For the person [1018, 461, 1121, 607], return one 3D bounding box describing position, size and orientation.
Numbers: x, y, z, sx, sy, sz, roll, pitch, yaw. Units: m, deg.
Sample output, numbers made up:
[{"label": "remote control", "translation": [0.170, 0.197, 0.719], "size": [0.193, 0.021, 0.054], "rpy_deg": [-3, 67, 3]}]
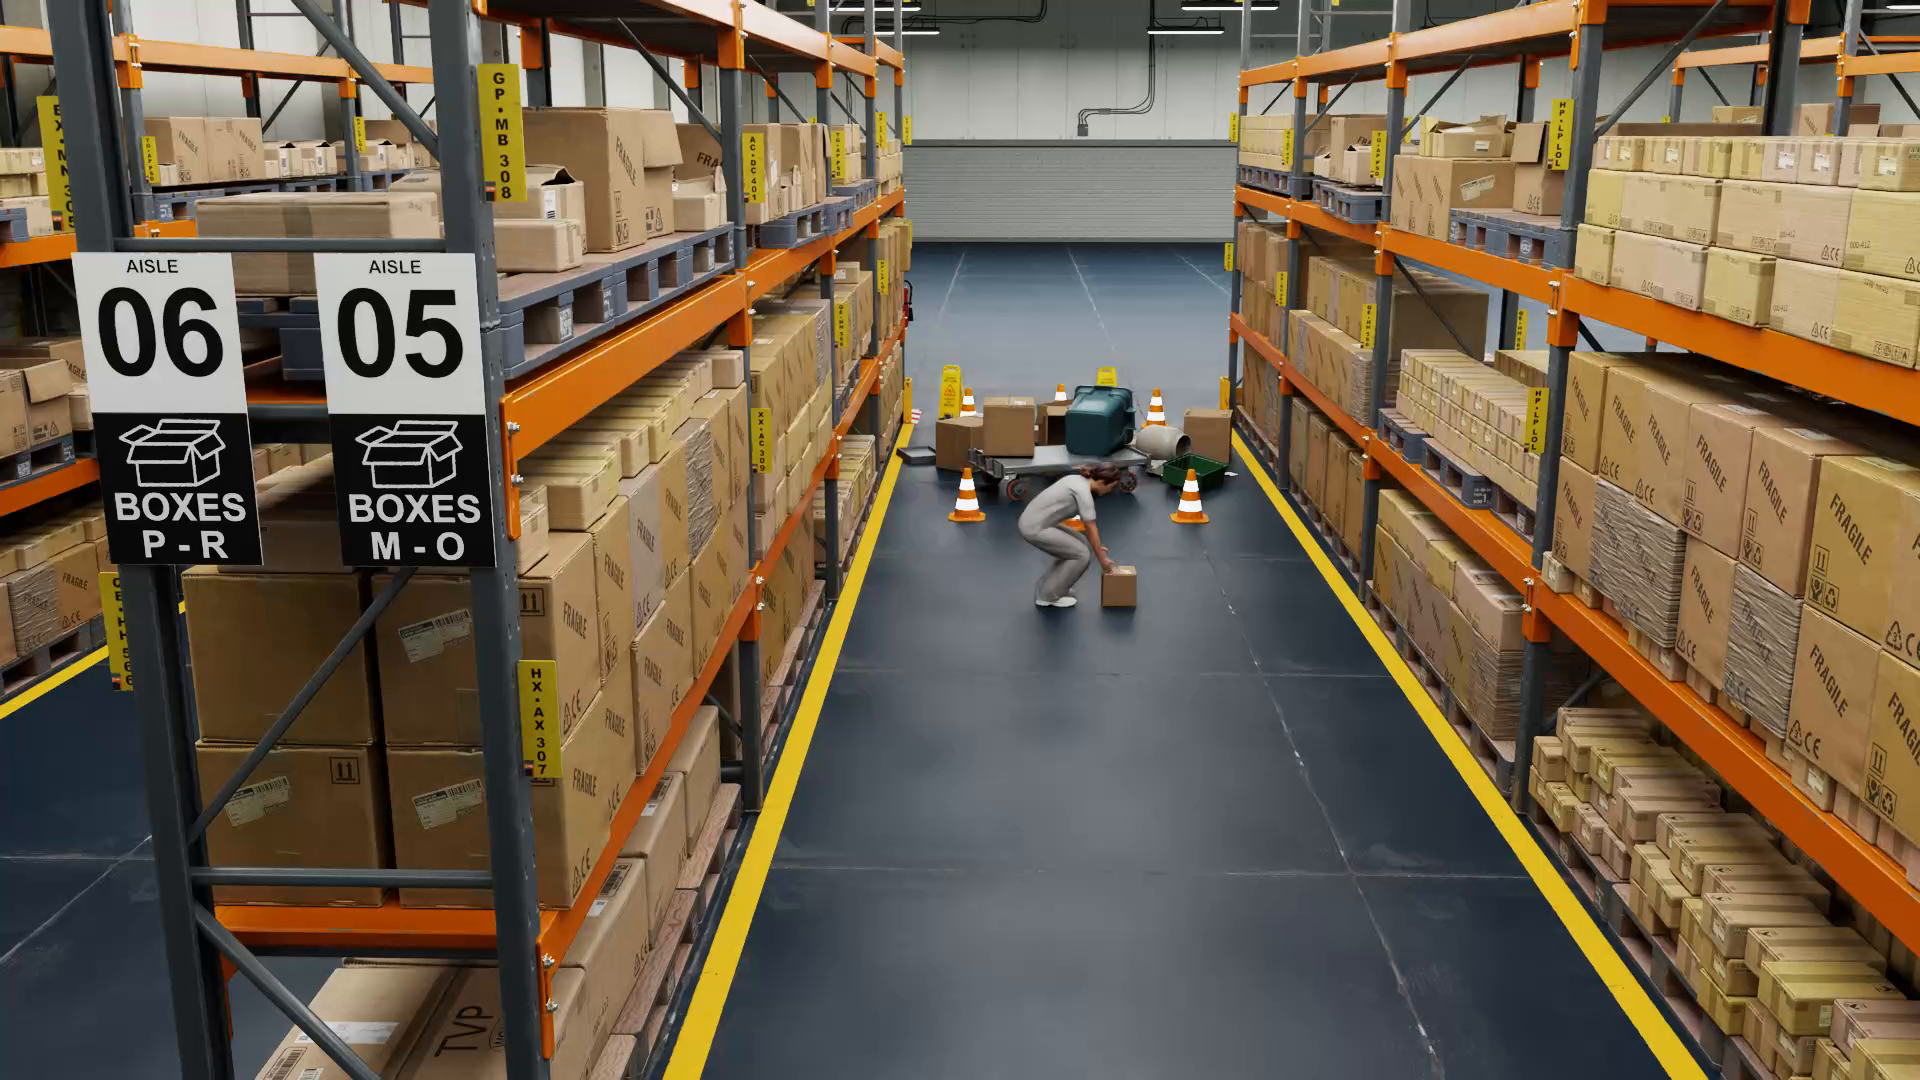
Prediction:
[{"label": "person", "translation": [0.817, -0.062, 12.501], "size": [0.765, 1.075, 0.491], "rpy_deg": [0, 14, 1]}]
